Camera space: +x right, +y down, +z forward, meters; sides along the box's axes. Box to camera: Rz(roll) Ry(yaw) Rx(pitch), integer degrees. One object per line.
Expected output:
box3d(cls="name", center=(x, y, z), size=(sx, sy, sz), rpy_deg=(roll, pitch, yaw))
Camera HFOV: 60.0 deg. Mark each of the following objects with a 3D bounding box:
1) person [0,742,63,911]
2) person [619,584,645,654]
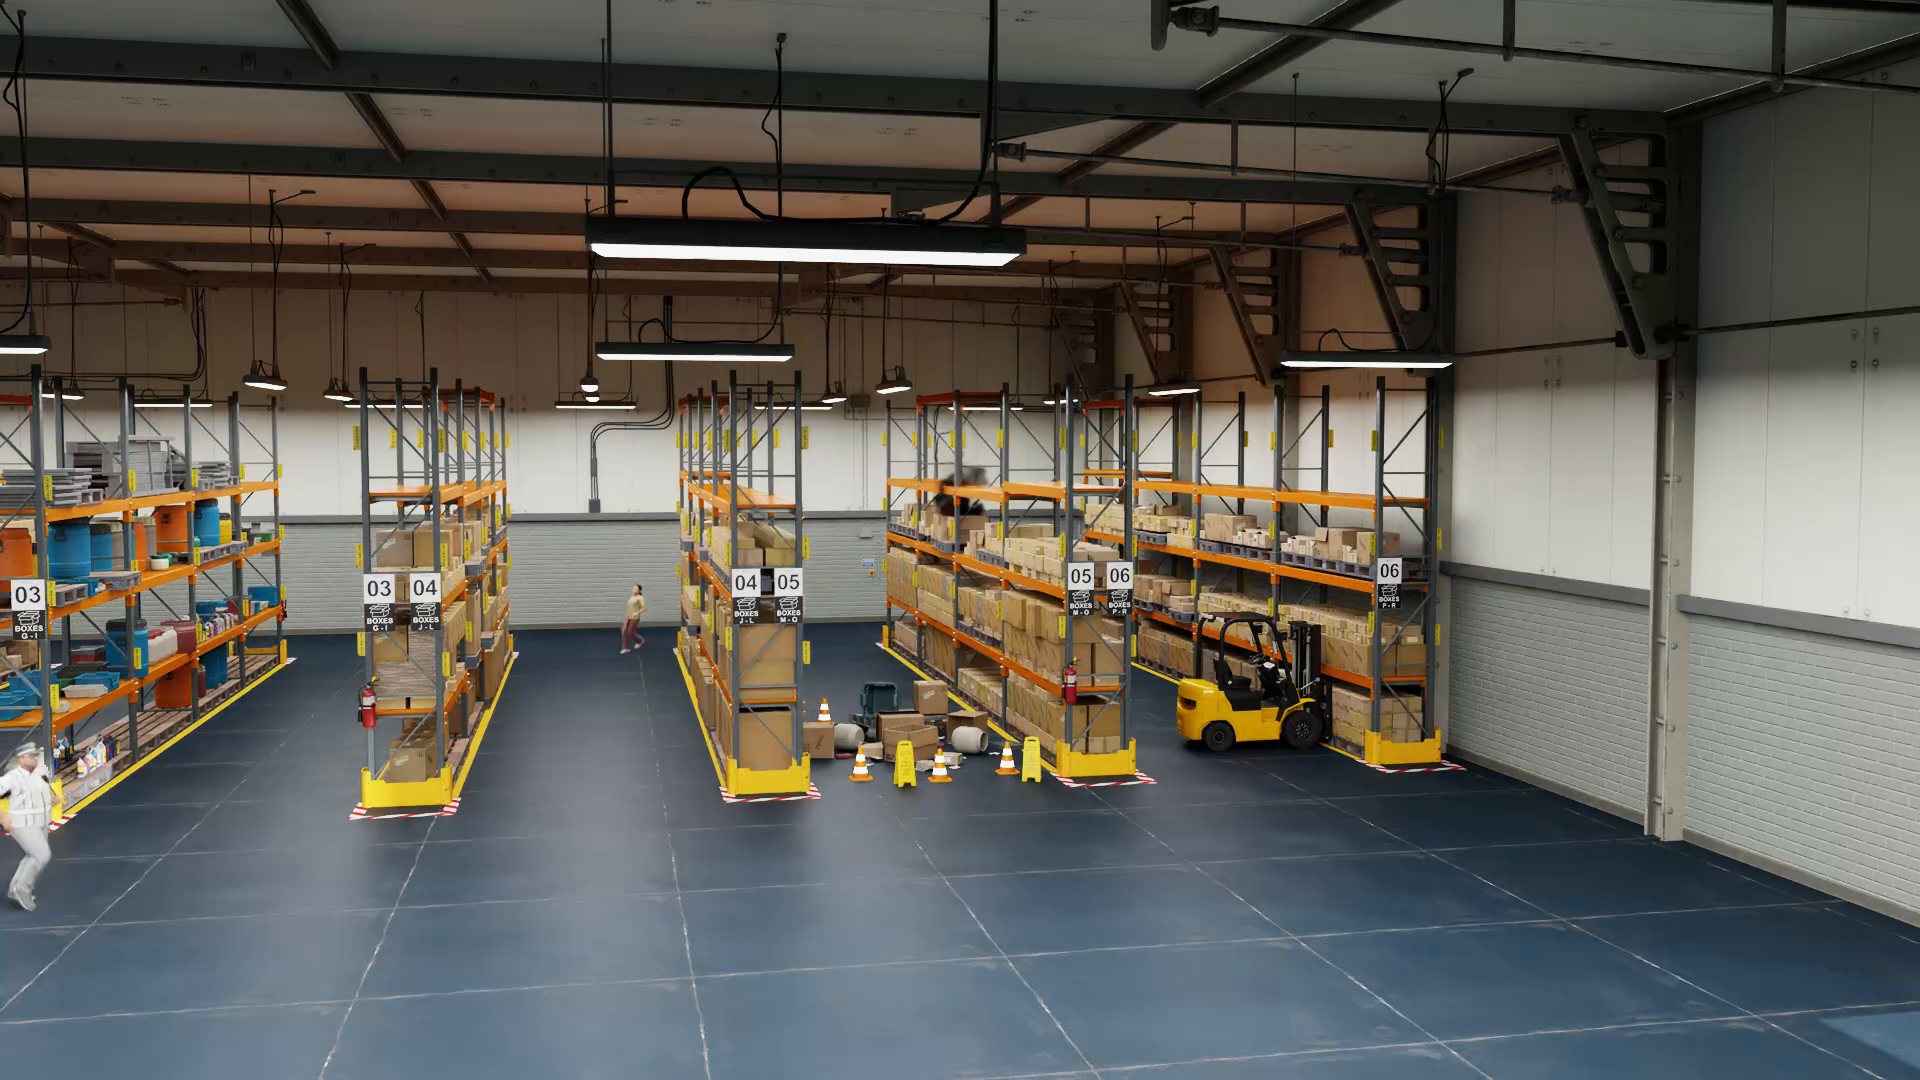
box3d(cls="person", center=(-9.950, 3.063, 17.835), size=(0.704, 1.803, 0.638), rpy_deg=(0, 3, 8))
box3d(cls="person", center=(-7.698, 1.861, 39.271), size=(0.626, 1.648, 0.708), rpy_deg=(3, 4, 39))
